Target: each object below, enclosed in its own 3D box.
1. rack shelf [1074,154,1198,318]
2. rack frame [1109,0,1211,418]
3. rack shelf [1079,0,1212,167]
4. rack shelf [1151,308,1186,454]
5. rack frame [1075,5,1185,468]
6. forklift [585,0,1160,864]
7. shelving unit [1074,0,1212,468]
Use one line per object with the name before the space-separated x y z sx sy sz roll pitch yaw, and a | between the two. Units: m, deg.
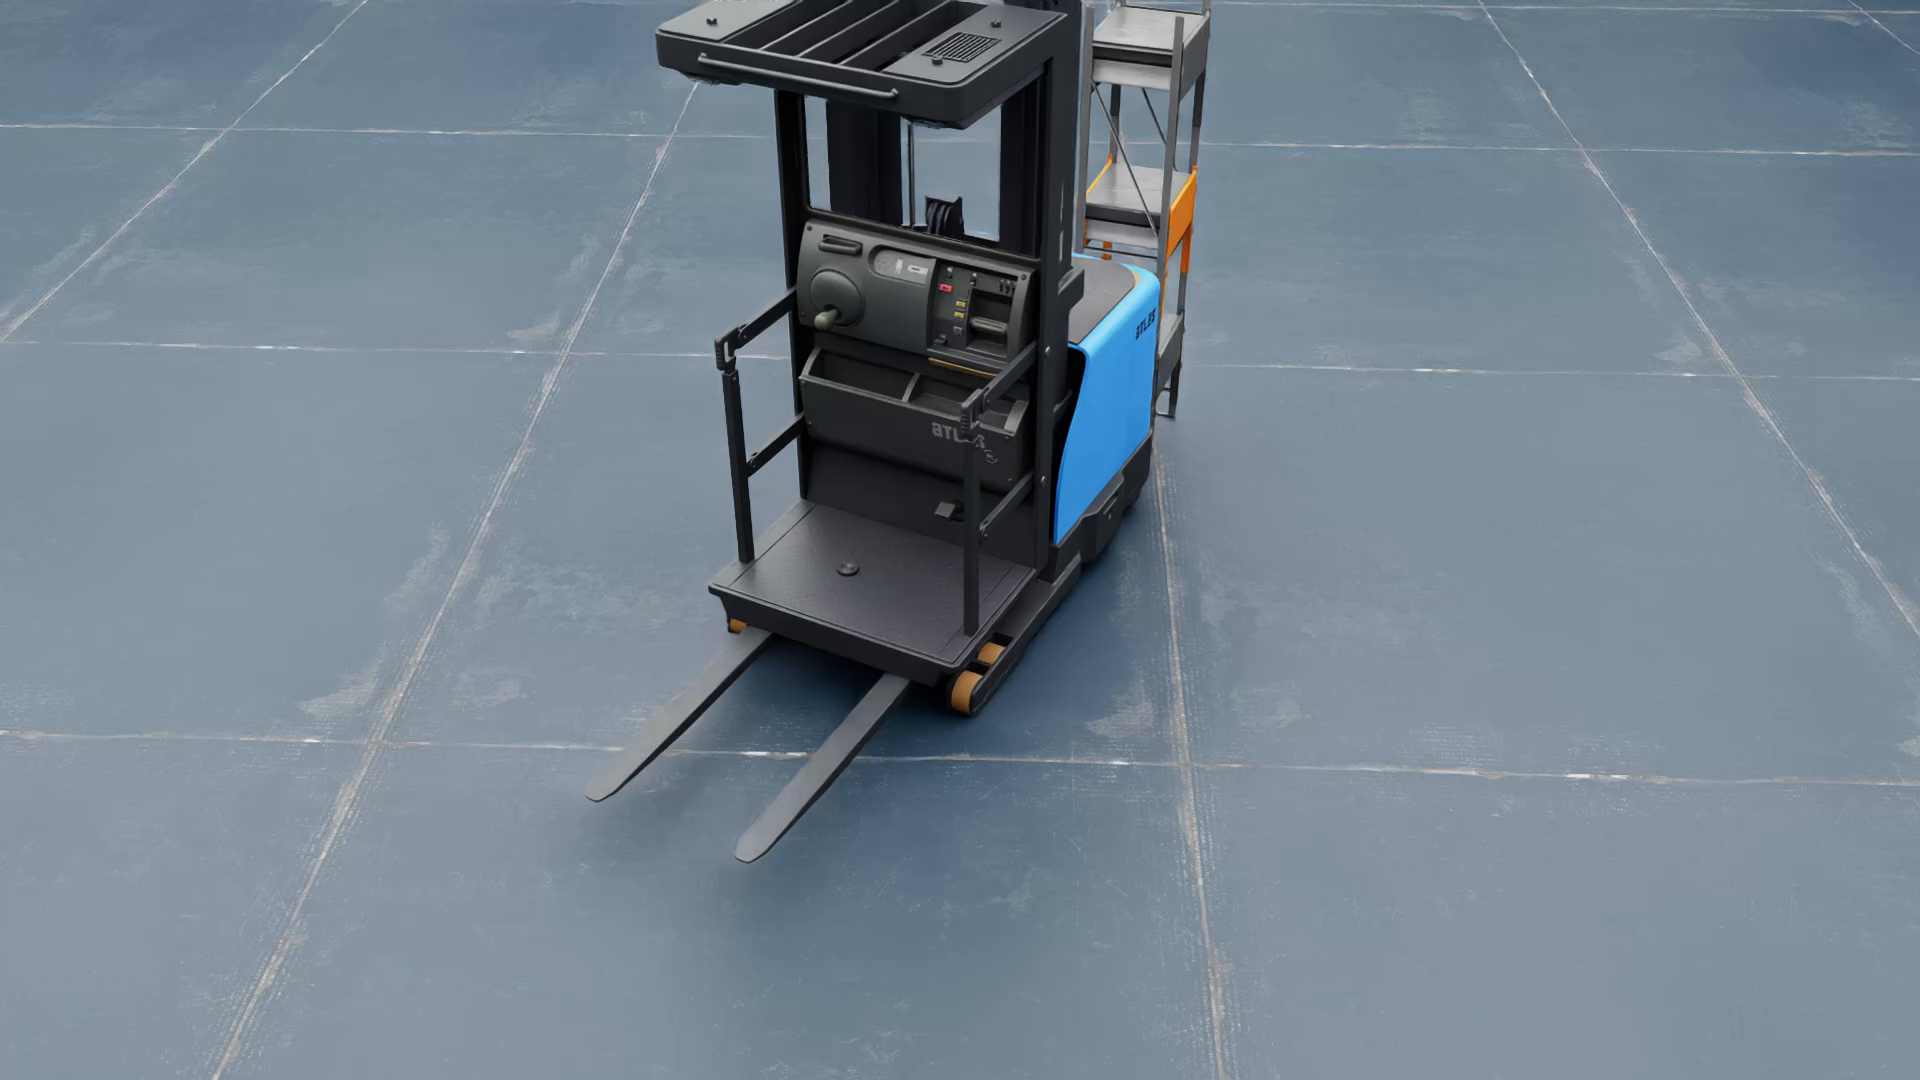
rack shelf | 0.776 -1.353 7.372 0.431 0.518 0.480 12 37 16
rack frame | 0.860 -1.496 7.552 0.400 2.100 0.015 12 37 16
rack shelf | 0.776 -1.925 6.970 0.431 0.518 0.480 12 37 16
rack shelf | 0.776 -0.780 7.775 0.431 0.518 0.480 12 37 16
rack frame | 0.692 -1.232 7.177 0.400 2.100 0.015 12 37 16
forklift | -0.275 -0.832 5.884 1.130 2.935 3.031 17 38 22
shelving unit | 0.776 -1.364 7.365 0.431 2.100 0.503 12 37 16
